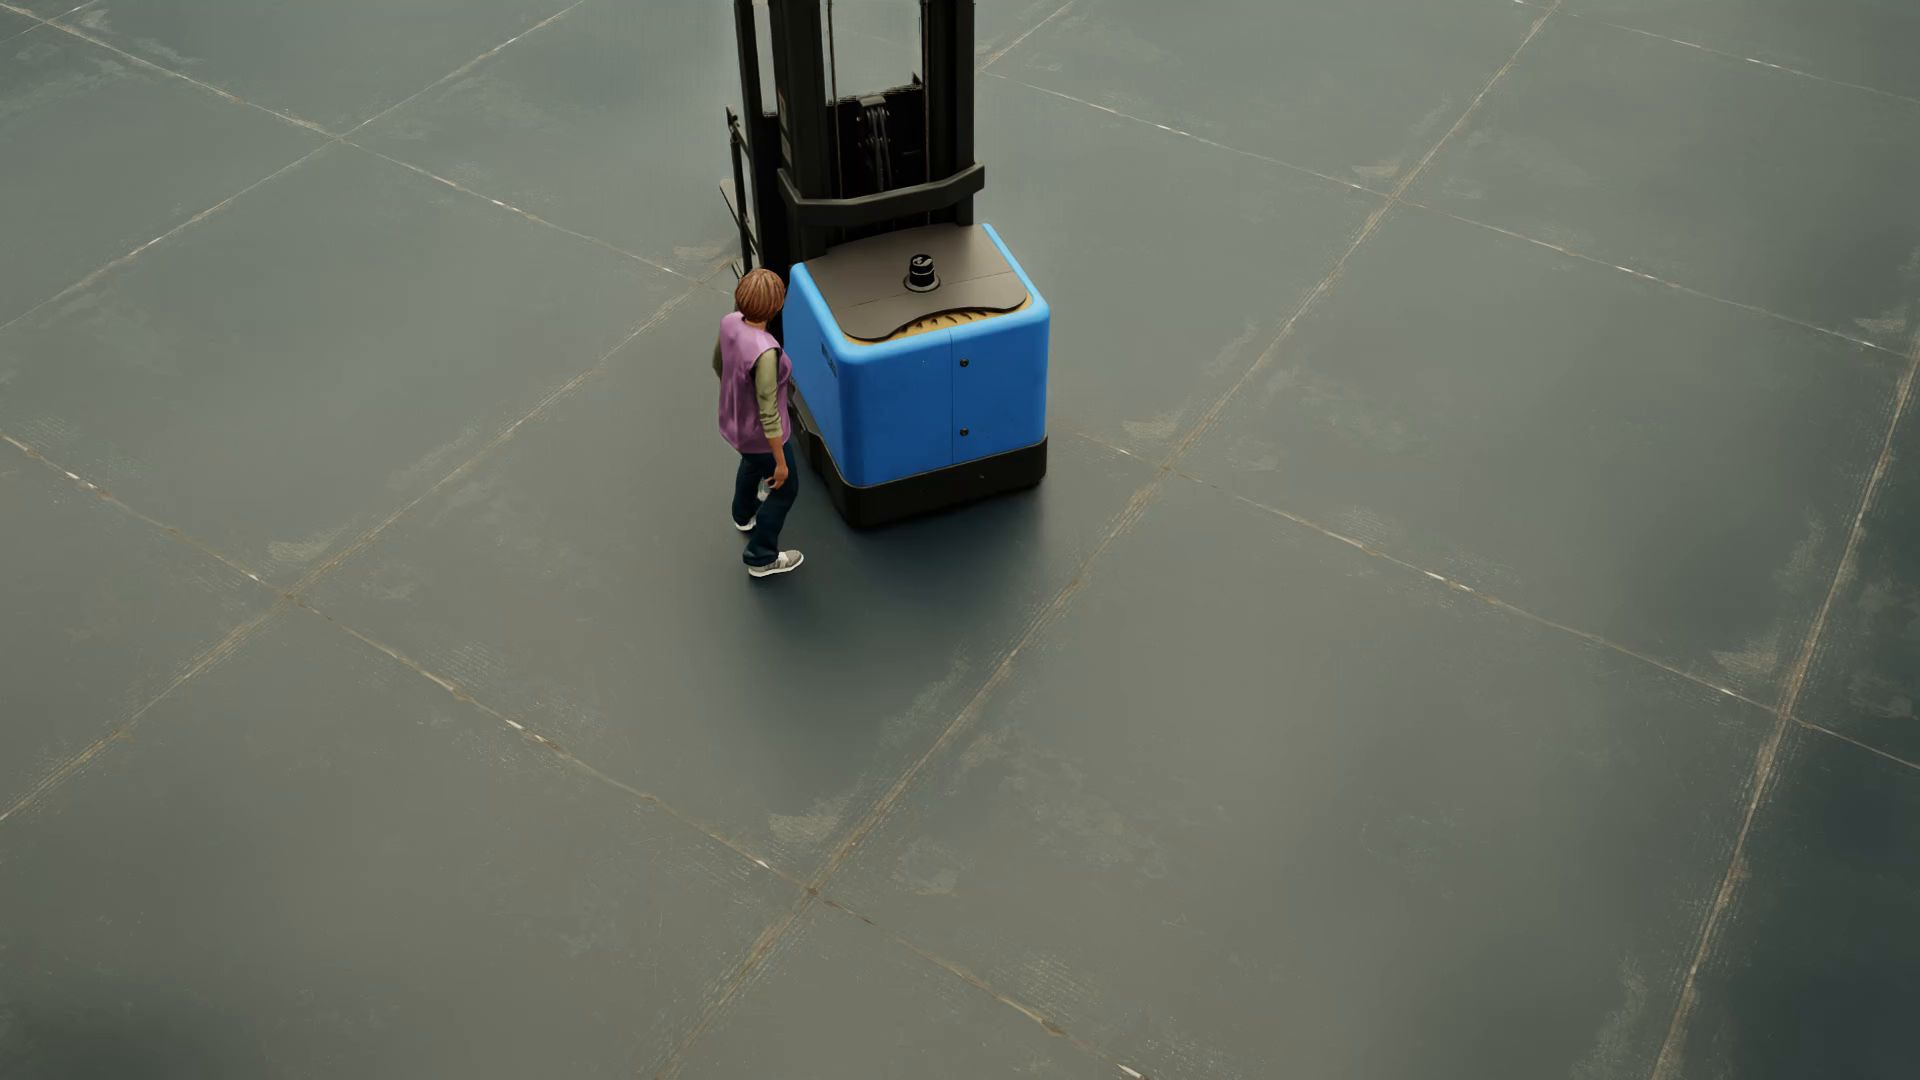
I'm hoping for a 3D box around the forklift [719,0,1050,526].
[{"bbox_3d":[-0.575,-2.160,8.126,1.130,2.935,3.031,-15,45,-15],"label":"forklift"}]

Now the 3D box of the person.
[{"bbox_3d":[-0.904,-0.518,7.390,0.362,1.570,0.708,-25,49,-24],"label":"person"}]
